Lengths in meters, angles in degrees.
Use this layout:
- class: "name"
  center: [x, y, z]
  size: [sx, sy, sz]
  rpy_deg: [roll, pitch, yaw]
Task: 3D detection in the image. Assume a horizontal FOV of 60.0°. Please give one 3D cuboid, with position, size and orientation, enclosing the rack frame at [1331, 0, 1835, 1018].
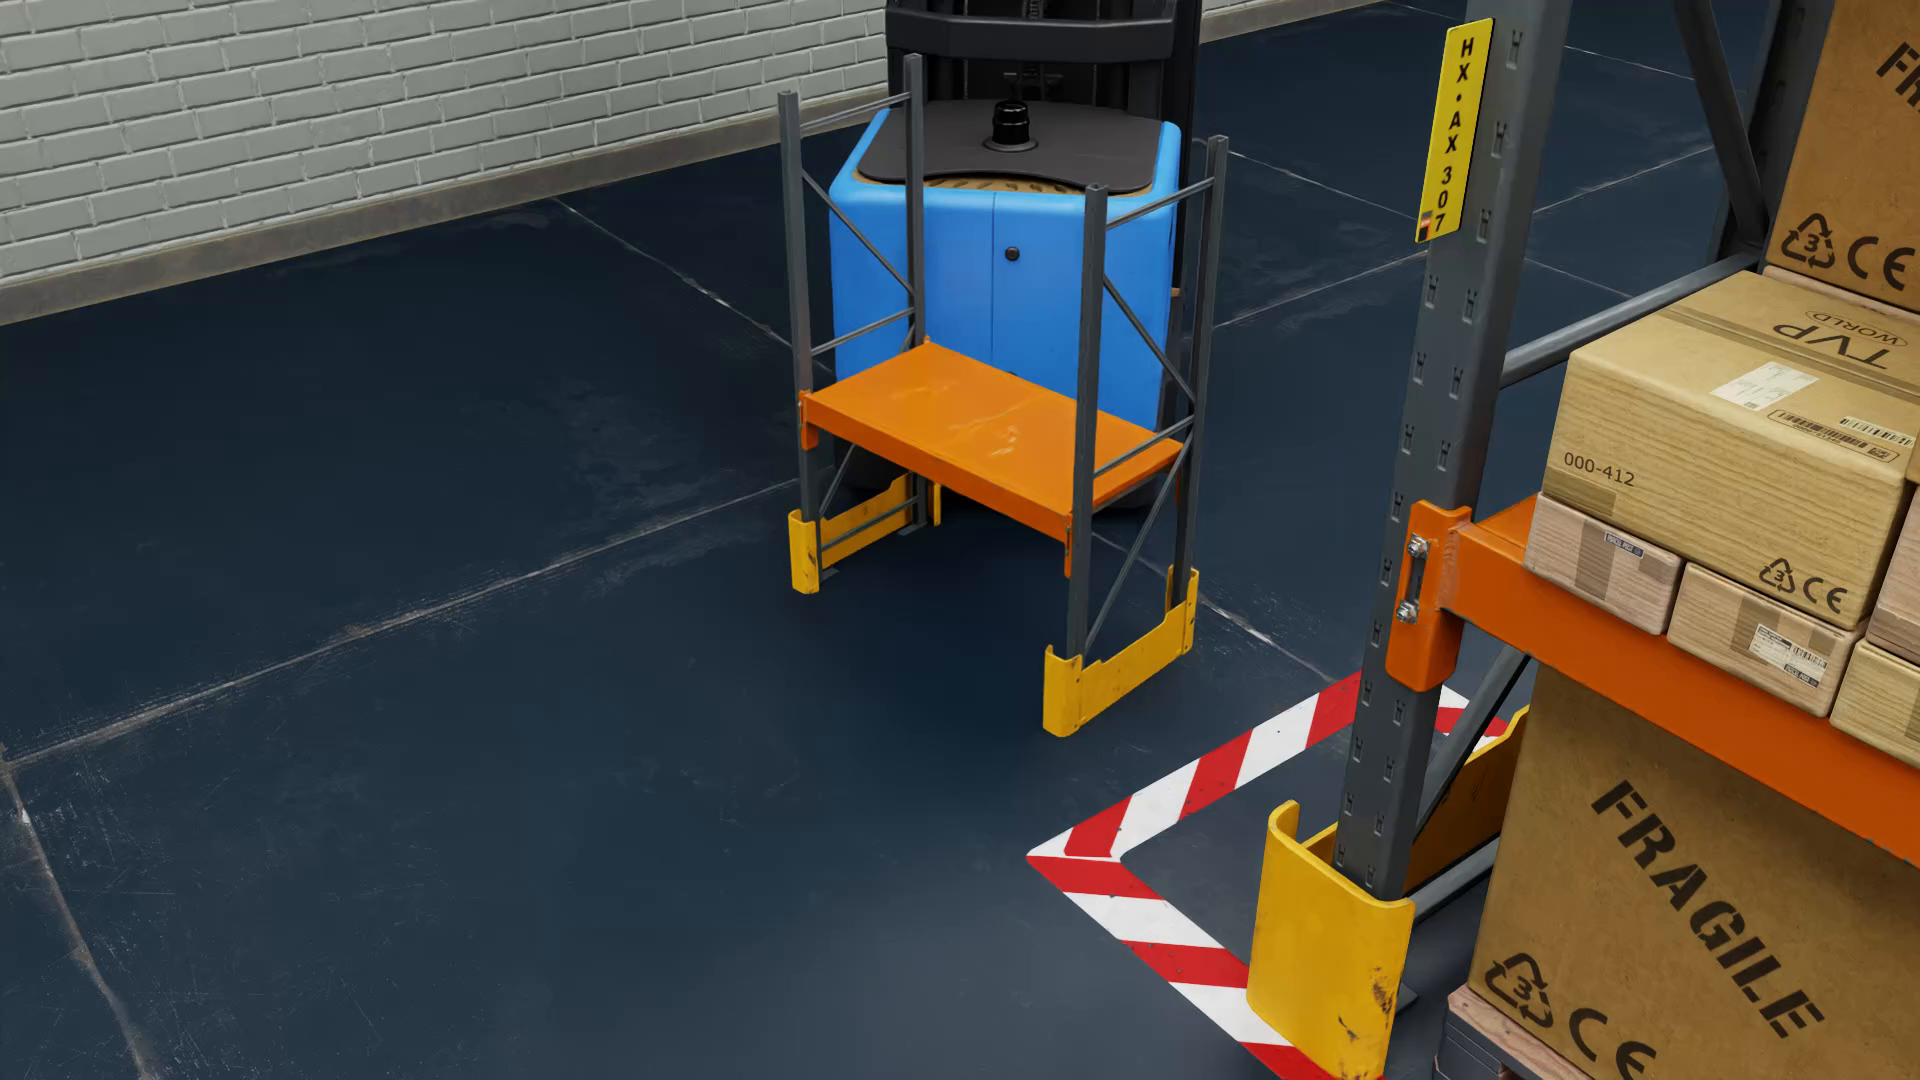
- class: "rack frame"
  center: [1.181, -0.385, 3.027]
  size: [1.000, 3.000, 0.127]
  rpy_deg: [-22, 38, -31]

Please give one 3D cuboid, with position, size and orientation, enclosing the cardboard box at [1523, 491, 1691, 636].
- class: "cardboard box"
  center: [1.138, -0.024, 2.683]
  size: [0.380, 0.149, 0.250]
  rpy_deg: [-22, 38, -31]

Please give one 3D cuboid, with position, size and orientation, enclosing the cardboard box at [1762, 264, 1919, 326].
- class: "cardboard box"
  center: [1.688, -0.332, 2.801]
  size: [0.500, 0.250, 0.500]
  rpy_deg: [-23, 39, -32]

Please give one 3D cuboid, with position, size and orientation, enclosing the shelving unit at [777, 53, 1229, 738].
- class: "shelving unit"
  center: [0.079, -0.415, 4.497]
  size: [1.083, 1.500, 0.587]
  rpy_deg: [26, 40, 36]

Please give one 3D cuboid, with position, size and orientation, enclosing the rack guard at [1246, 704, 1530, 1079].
- class: "rack guard"
  center: [1.167, 0.667, 3.703]
  size: [1.175, 0.500, 0.348]
  rpy_deg: [-22, 38, -31]

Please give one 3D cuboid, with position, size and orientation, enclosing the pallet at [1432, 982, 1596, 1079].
- class: "pallet"
  center: [1.733, 1.107, 3.267]
  size: [1.003, 0.211, 1.213]
  rpy_deg: [-22, 38, -31]

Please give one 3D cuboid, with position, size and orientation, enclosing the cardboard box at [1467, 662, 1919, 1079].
- class: "cardboard box"
  center: [1.637, 0.580, 3.089]
  size: [0.875, 0.875, 0.875]
  rpy_deg: [-22, 38, -31]

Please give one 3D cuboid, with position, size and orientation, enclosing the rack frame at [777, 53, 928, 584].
- class: "rack frame"
  center: [-0.285, -0.596, 4.787]
  size: [0.032, 1.500, 0.500]
  rpy_deg: [26, 40, 36]

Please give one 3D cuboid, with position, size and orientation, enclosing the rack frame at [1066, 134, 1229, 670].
- class: "rack frame"
  center: [0.457, -0.229, 4.197]
  size: [0.032, 1.500, 0.500]
  rpy_deg: [26, 40, 36]

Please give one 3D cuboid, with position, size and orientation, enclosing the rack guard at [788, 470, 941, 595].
- class: "rack guard"
  center: [-0.284, -0.064, 5.116]
  size: [0.087, 0.250, 0.587]
  rpy_deg: [26, 40, 36]

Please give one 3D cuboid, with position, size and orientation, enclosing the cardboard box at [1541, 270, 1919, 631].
- class: "cardboard box"
  center: [1.262, -0.160, 2.525]
  size: [0.500, 0.250, 0.500]
  rpy_deg: [-23, 39, -33]

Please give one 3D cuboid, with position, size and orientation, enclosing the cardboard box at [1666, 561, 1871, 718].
- class: "cardboard box"
  center: [1.297, 0.083, 2.512]
  size: [0.380, 0.149, 0.250]
  rpy_deg: [-23, 38, -32]

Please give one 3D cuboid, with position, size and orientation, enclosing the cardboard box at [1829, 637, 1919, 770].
- class: "cardboard box"
  center: [1.454, 0.189, 2.340]
  size: [0.380, 0.149, 0.250]
  rpy_deg: [-23, 39, -32]

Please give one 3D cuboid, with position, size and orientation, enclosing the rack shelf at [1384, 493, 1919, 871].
- class: "rack shelf"
  center: [2.408, 0.754, 1.875]
  size: [1.077, 0.370, 4.000]
  rpy_deg: [-22, 38, -31]

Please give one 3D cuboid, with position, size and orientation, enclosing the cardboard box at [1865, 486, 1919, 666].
- class: "cardboard box"
  center: [1.586, 0.054, 2.180]
  size: [0.500, 0.250, 0.500]
  rpy_deg: [-23, 38, -32]

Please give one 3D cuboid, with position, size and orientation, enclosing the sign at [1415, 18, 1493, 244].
- class: "sign"
  center: [0.739, -0.609, 2.493]
  size: [0.100, 0.325, 0.005]
  rpy_deg: [-22, 38, -31]

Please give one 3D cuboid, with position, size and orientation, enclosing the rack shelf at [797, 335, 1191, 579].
- class: "rack shelf"
  center: [0.086, -0.259, 4.587]
  size: [1.000, 0.185, 0.538]
  rpy_deg: [26, 40, 36]

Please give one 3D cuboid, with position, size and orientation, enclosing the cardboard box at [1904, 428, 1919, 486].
- class: "cardboard box"
  center: [1.569, -0.271, 1.992]
  size: [0.500, 0.500, 0.500]
  rpy_deg: [-23, 39, -32]

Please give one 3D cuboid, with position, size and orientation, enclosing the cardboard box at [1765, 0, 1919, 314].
- class: "cardboard box"
  center: [1.688, -0.648, 2.600]
  size: [0.500, 0.500, 0.500]
  rpy_deg: [-22, 38, -31]

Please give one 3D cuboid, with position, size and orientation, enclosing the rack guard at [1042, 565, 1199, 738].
- class: "rack guard"
  center: [0.443, 0.295, 4.538]
  size: [0.087, 0.250, 0.587]
  rpy_deg: [26, 40, 36]

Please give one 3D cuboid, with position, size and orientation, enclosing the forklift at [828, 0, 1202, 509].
- class: "forklift"
  center: [0.326, -2.106, 5.863]
  size: [1.130, 2.935, 3.031]
  rpy_deg: [5, 32, 7]
